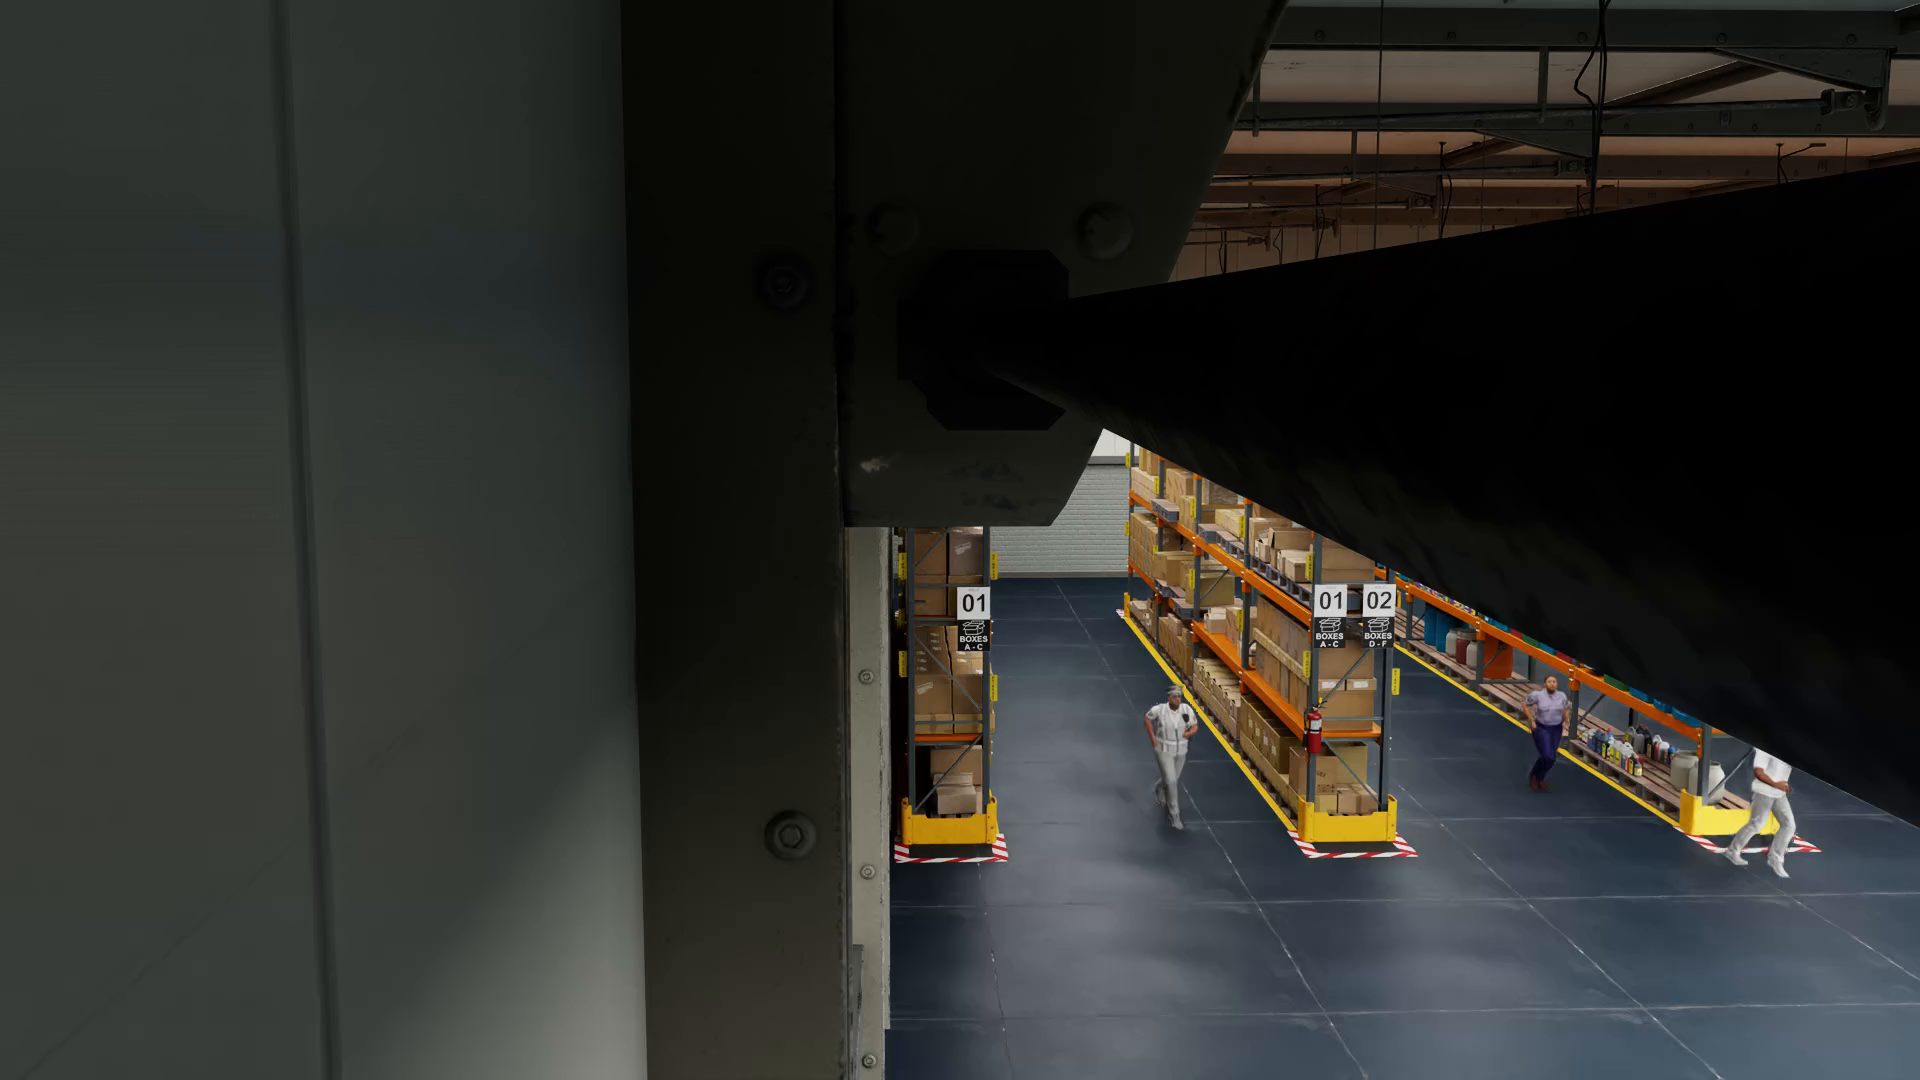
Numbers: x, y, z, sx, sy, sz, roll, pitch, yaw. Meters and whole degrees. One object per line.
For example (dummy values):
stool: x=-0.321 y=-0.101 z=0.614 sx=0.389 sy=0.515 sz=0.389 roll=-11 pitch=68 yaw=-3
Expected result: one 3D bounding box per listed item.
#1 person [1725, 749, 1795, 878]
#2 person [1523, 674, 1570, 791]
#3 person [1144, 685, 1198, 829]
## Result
person: x=9.453 y=2.990 z=19.437 sx=0.763 sy=1.806 sz=0.678 roll=-6 pitch=9 yaw=-39
person: x=8.037 y=2.636 z=22.674 sx=0.580 sy=1.638 sz=0.630 roll=-1 pitch=7 yaw=-6
person: x=2.731 y=2.738 z=21.456 sx=0.613 sy=1.851 sz=1.016 roll=-3 pitch=8 yaw=-19
